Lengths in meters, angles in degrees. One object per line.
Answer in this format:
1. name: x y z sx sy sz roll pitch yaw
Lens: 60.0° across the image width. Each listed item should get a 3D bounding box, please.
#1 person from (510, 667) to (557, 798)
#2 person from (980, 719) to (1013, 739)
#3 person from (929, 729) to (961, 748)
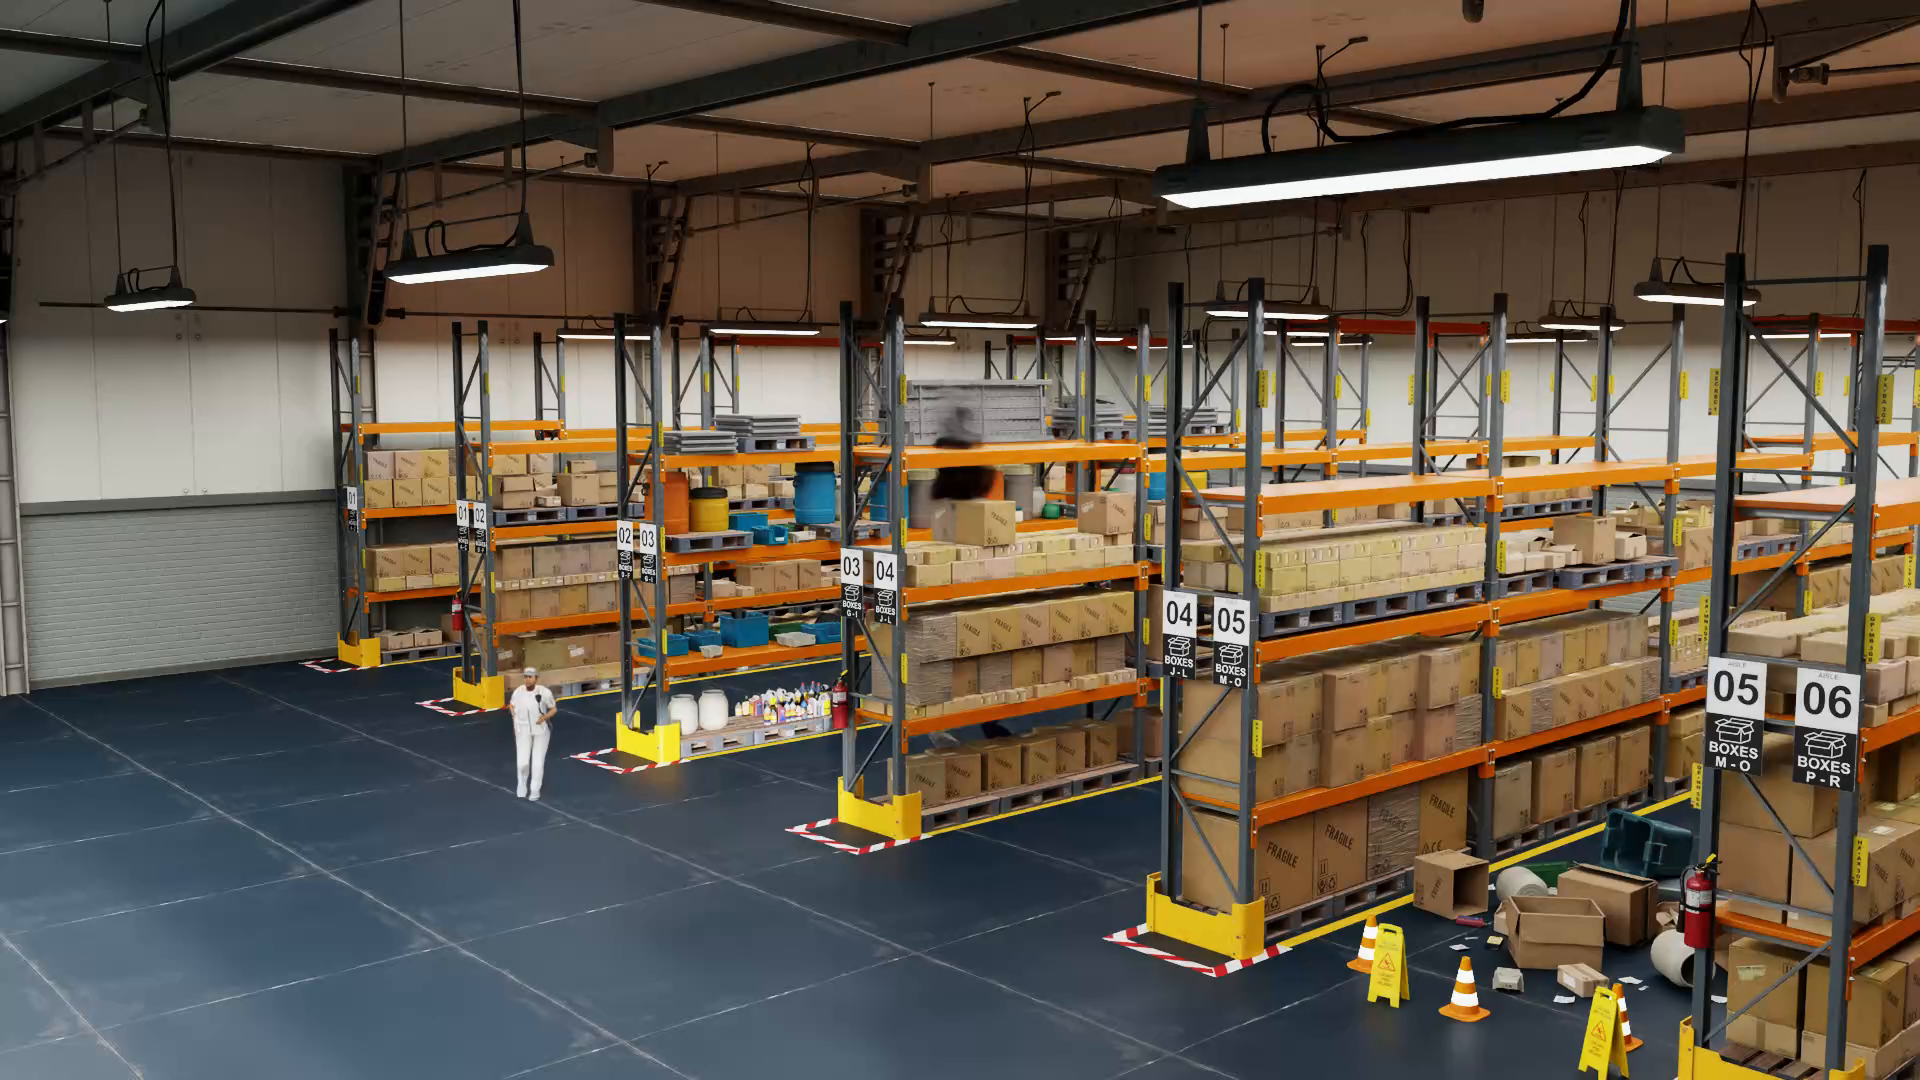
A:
1. person: -5.194 2.353 20.204 0.586 1.633 0.592 -1 6 -7
2. person: 0.443 2.144 22.498 0.599 1.601 0.557 6 8 44
3. person: -0.267 2.148 21.729 0.585 1.741 0.683 -6 8 -45
